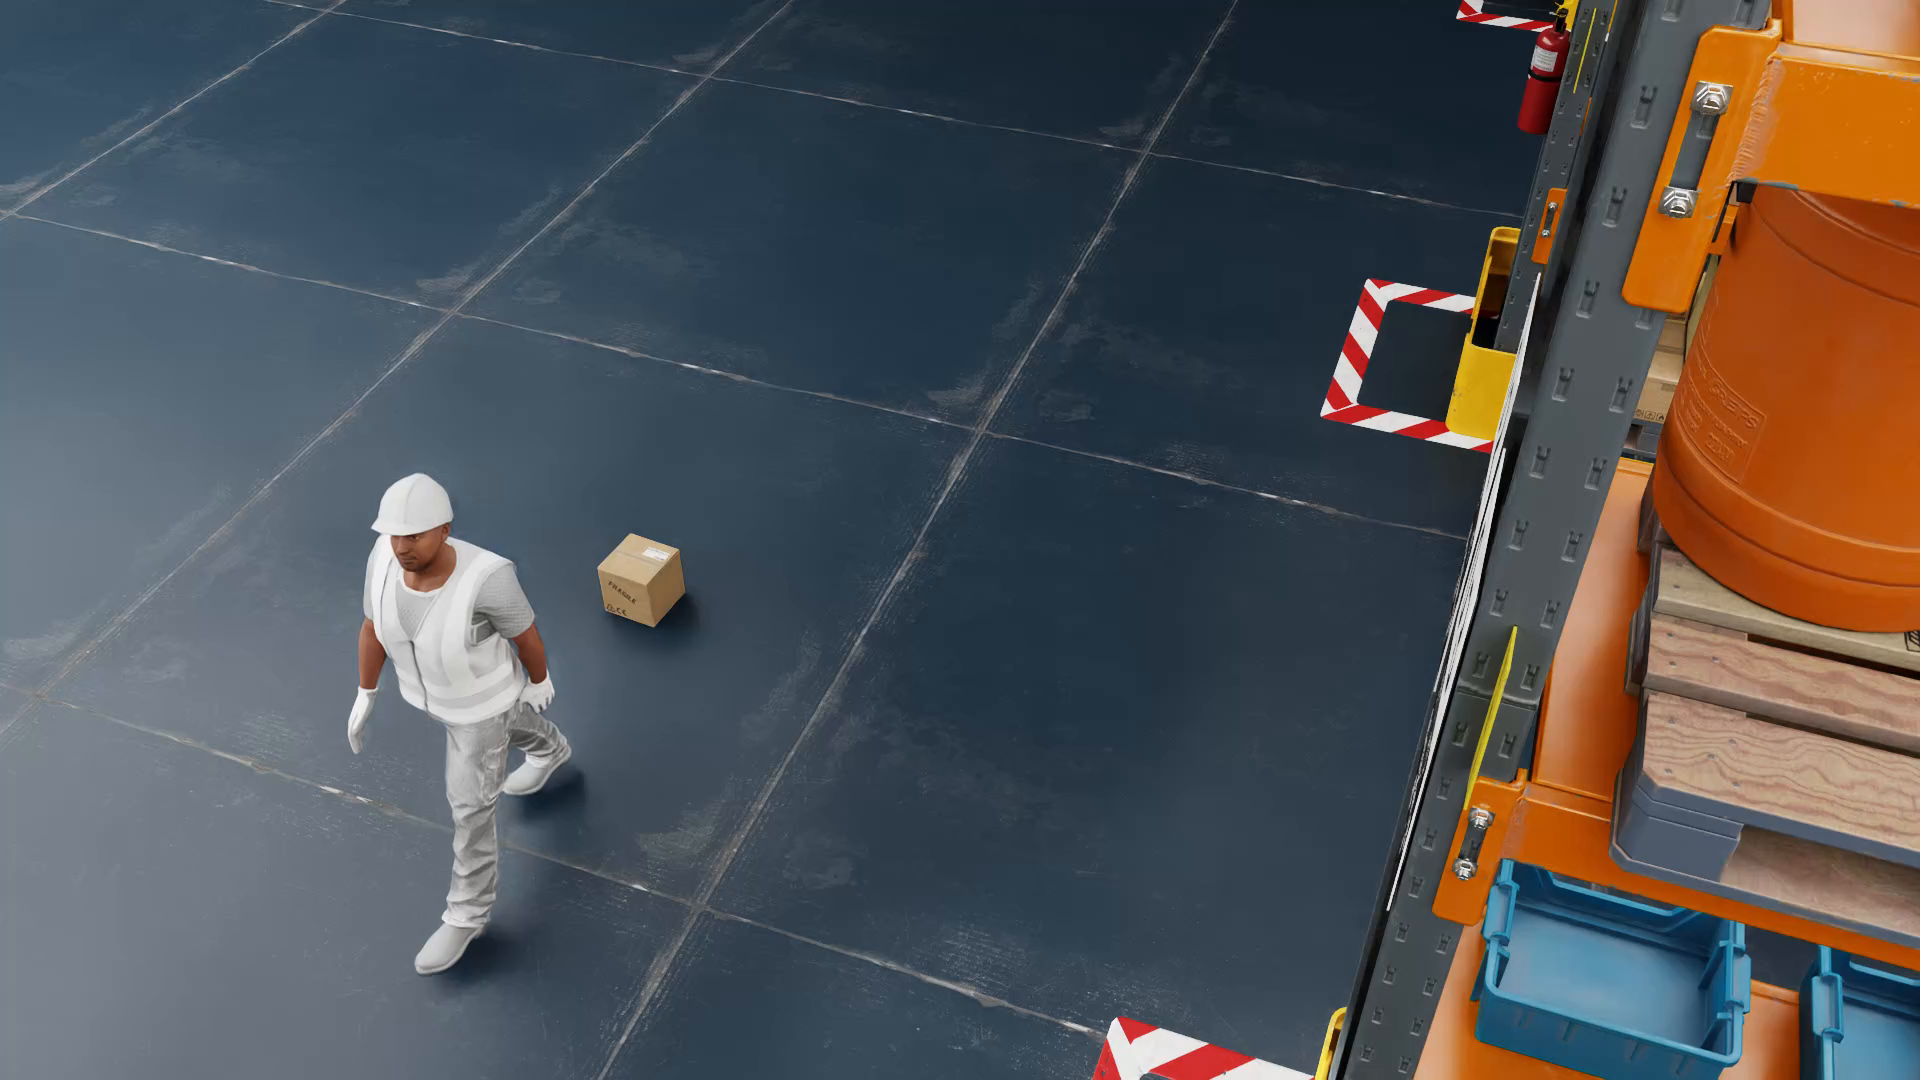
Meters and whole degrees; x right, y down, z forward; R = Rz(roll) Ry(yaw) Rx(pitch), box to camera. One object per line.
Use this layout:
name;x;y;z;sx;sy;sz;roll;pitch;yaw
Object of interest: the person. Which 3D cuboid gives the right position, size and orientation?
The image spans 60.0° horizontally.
person;-1.706;0.522;5.530;0.541;1.729;1.062;19;45;21
